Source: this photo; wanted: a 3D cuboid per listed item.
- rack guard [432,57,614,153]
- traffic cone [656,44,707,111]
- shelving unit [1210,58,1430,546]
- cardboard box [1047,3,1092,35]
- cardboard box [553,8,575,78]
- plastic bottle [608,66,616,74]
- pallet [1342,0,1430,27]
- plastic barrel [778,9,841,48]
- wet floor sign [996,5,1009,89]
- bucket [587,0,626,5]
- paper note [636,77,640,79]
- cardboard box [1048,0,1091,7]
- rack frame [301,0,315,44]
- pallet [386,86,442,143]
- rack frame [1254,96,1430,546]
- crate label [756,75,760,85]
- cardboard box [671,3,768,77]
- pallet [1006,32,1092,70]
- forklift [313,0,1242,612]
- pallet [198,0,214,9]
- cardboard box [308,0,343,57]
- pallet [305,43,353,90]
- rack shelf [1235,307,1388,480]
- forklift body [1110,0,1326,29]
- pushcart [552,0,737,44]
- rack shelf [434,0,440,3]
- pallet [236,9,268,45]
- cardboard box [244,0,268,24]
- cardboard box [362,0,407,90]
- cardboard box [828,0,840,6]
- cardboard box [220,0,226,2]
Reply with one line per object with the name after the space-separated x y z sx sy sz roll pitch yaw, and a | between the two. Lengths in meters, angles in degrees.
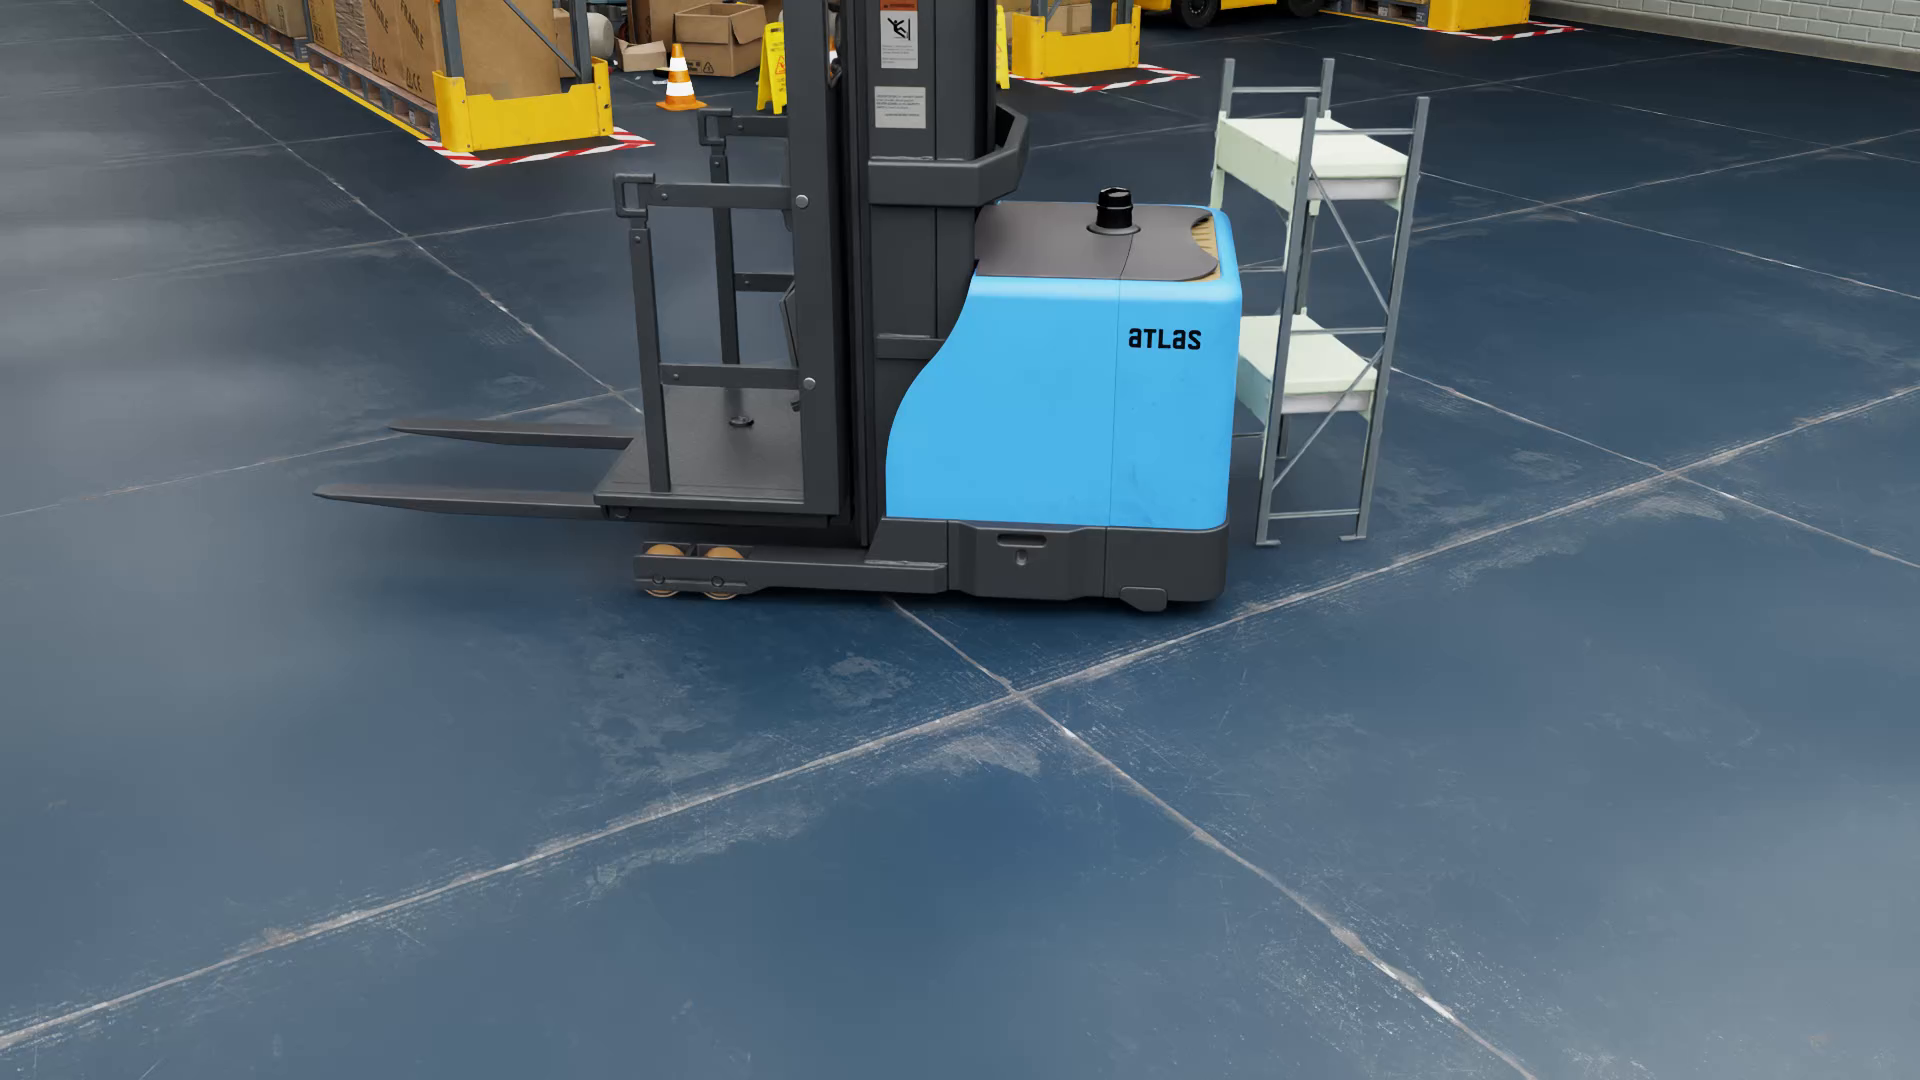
-3.040 -3.054 11.634 1.175 0.500 0.348 -16 29 -30 | rack guard
-2.154 -3.567 12.763 0.336 0.463 0.334 -16 29 -30 | traffic cone
1.153 -0.828 5.731 0.431 1.500 0.755 -3 25 -11 | shelving unit
0.830 -4.682 14.884 0.500 0.250 0.500 -16 30 -30 | cardboard box
-3.530 -4.178 14.013 0.500 0.500 0.500 -10 27 -21 | cardboard box
-3.062 -3.983 14.115 0.133 0.061 0.283 18 31 33 | plastic bottle
4.743 -5.544 17.246 1.003 0.211 1.213 -16 29 -30 | pallet
-1.357 -4.604 15.006 0.512 0.421 0.421 3 25 6 | plastic barrel
0.246 -4.001 13.469 0.267 0.644 0.232 -6 26 -12 | wet floor sign
-3.231 -5.319 15.558 0.726 0.611 0.620 -6 16 -12 | bucket
-2.701 -3.877 13.951 0.032 0.001 0.123 -1 25 -3 | paper note
0.817 -5.030 14.741 0.500 0.500 0.500 -17 30 -31 | cardboard box
-5.237 -5.624 14.149 1.000 3.000 0.127 -16 29 -30 | rack frame
-3.556 -3.200 12.281 1.003 0.211 1.213 -16 29 -30 | pallet
1.226 -0.675 5.406 0.400 1.500 0.023 -3 25 -11 | rack frame
-1.502 -3.828 13.698 0.298 0.136 0.250 12 28 24 | crate label
-2.041 -4.292 14.252 0.637 0.503 0.797 7 26 15 | cardboard box
0.583 -4.448 14.924 1.003 0.211 1.213 -16 29 -30 | pallet
-0.626 -1.354 5.184 3.031 2.935 1.130 3 25 5 | forklift
-7.846 -6.073 18.368 1.003 0.211 1.213 -16 29 -30 | pallet
-4.952 -4.612 14.002 0.875 0.875 0.875 -15 29 -29 | cardboard box
-4.888 -4.072 14.130 1.003 0.211 1.213 -16 29 -30 | pallet
1.143 -0.533 5.868 0.431 0.370 0.720 -3 25 -11 | rack shelf
2.632 -6.410 16.809 2.313 2.155 1.214 -16 29 -30 | forklift body
-3.028 -5.078 16.066 0.936 0.377 1.648 18 31 33 | pushcart
-4.145 -4.583 12.787 1.077 0.370 4.000 -16 29 -30 | rack shelf
-6.392 -5.058 16.217 1.003 0.211 1.213 -16 29 -30 | pallet
-6.175 -5.343 15.698 1.050 0.750 0.750 -16 29 -30 | cardboard box
-3.961 -3.963 12.629 0.875 0.875 0.875 -16 30 -30 | cardboard box
-1.049 -5.486 16.586 0.500 0.250 0.500 -17 30 -32 | cardboard box
-7.164 -5.988 17.065 1.050 0.750 0.750 -16 30 -30 | cardboard box
